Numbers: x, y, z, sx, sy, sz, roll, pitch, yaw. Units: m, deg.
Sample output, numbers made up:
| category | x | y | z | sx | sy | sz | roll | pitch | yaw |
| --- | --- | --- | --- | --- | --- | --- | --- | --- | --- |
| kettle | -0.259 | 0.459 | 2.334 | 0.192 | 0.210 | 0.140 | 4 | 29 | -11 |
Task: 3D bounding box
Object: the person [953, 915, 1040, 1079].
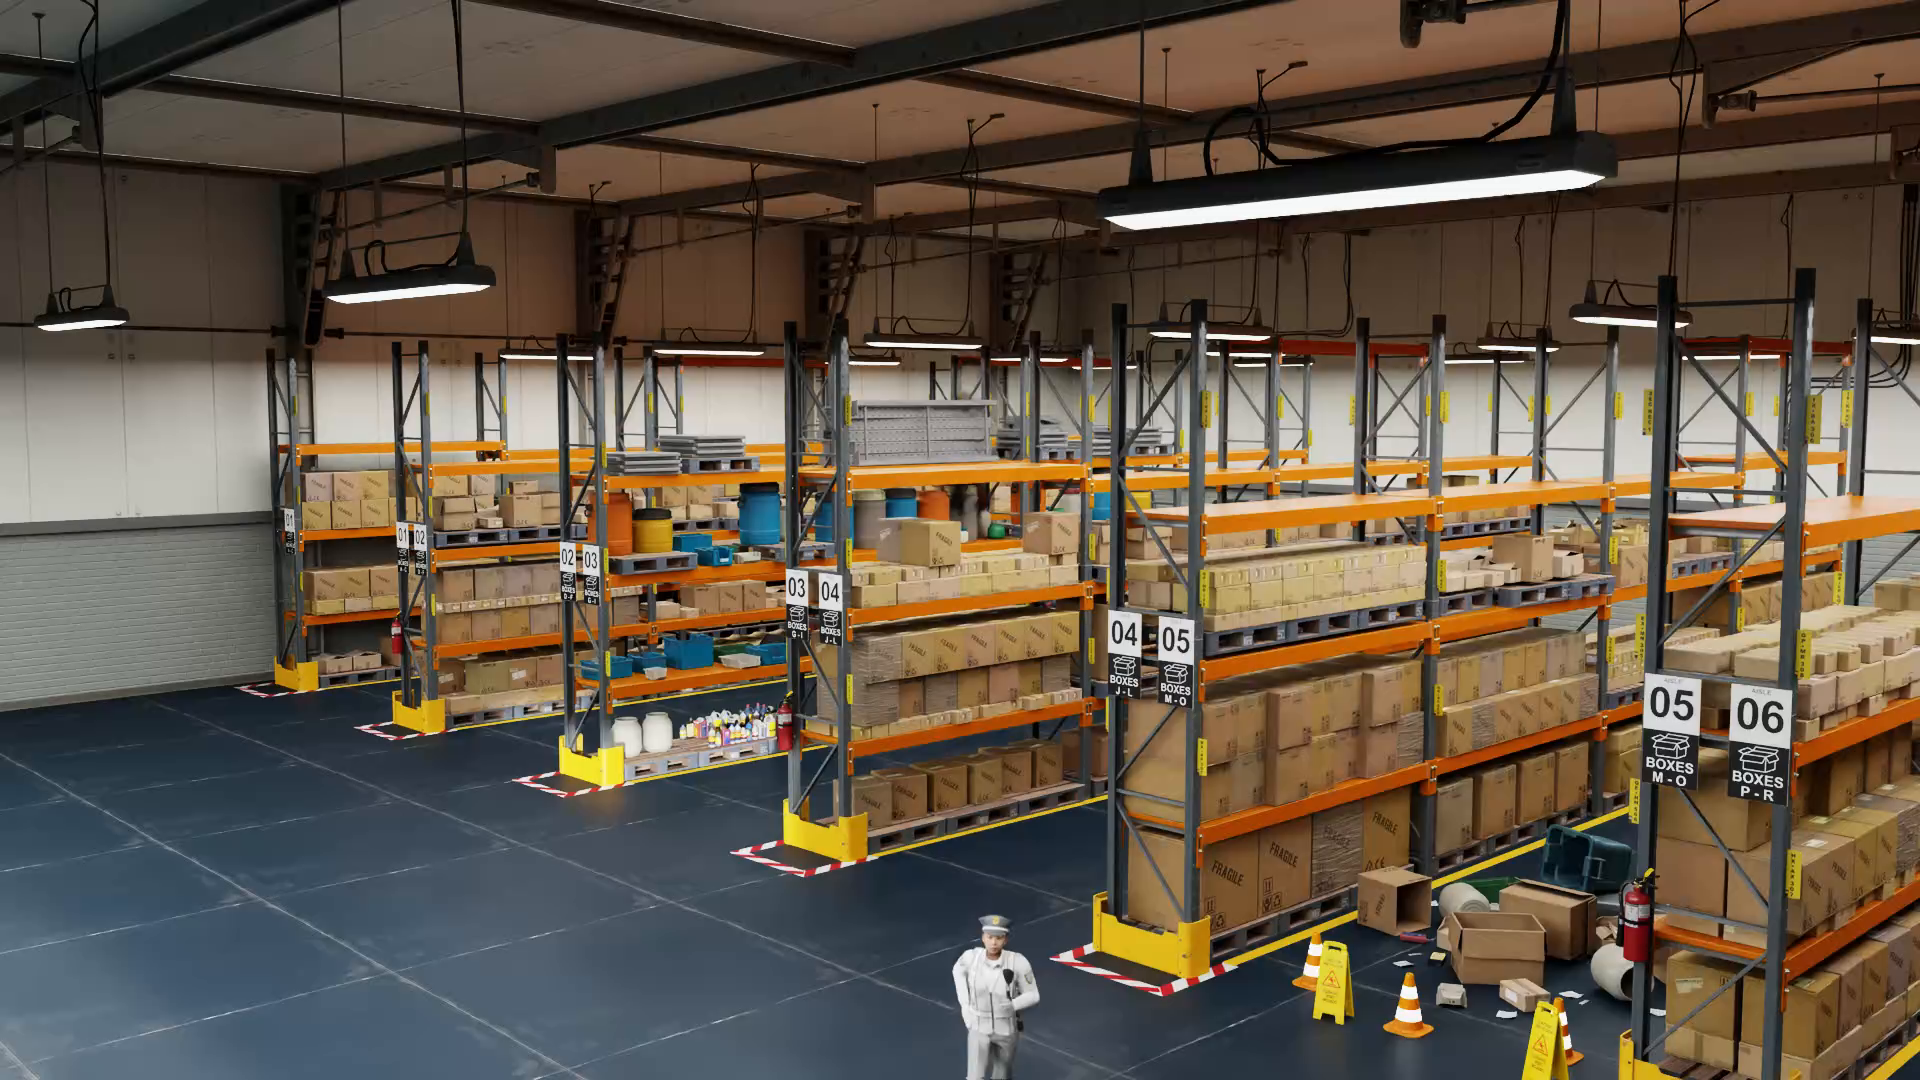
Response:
| category | x | y | z | sx | sy | sz | roll | pitch | yaw |
| --- | --- | --- | --- | --- | --- | --- | --- | --- | --- |
| person | 0.244 | 3.357 | 11.319 | 0.592 | 1.730 | 0.753 | 0 | 5 | 1 |
